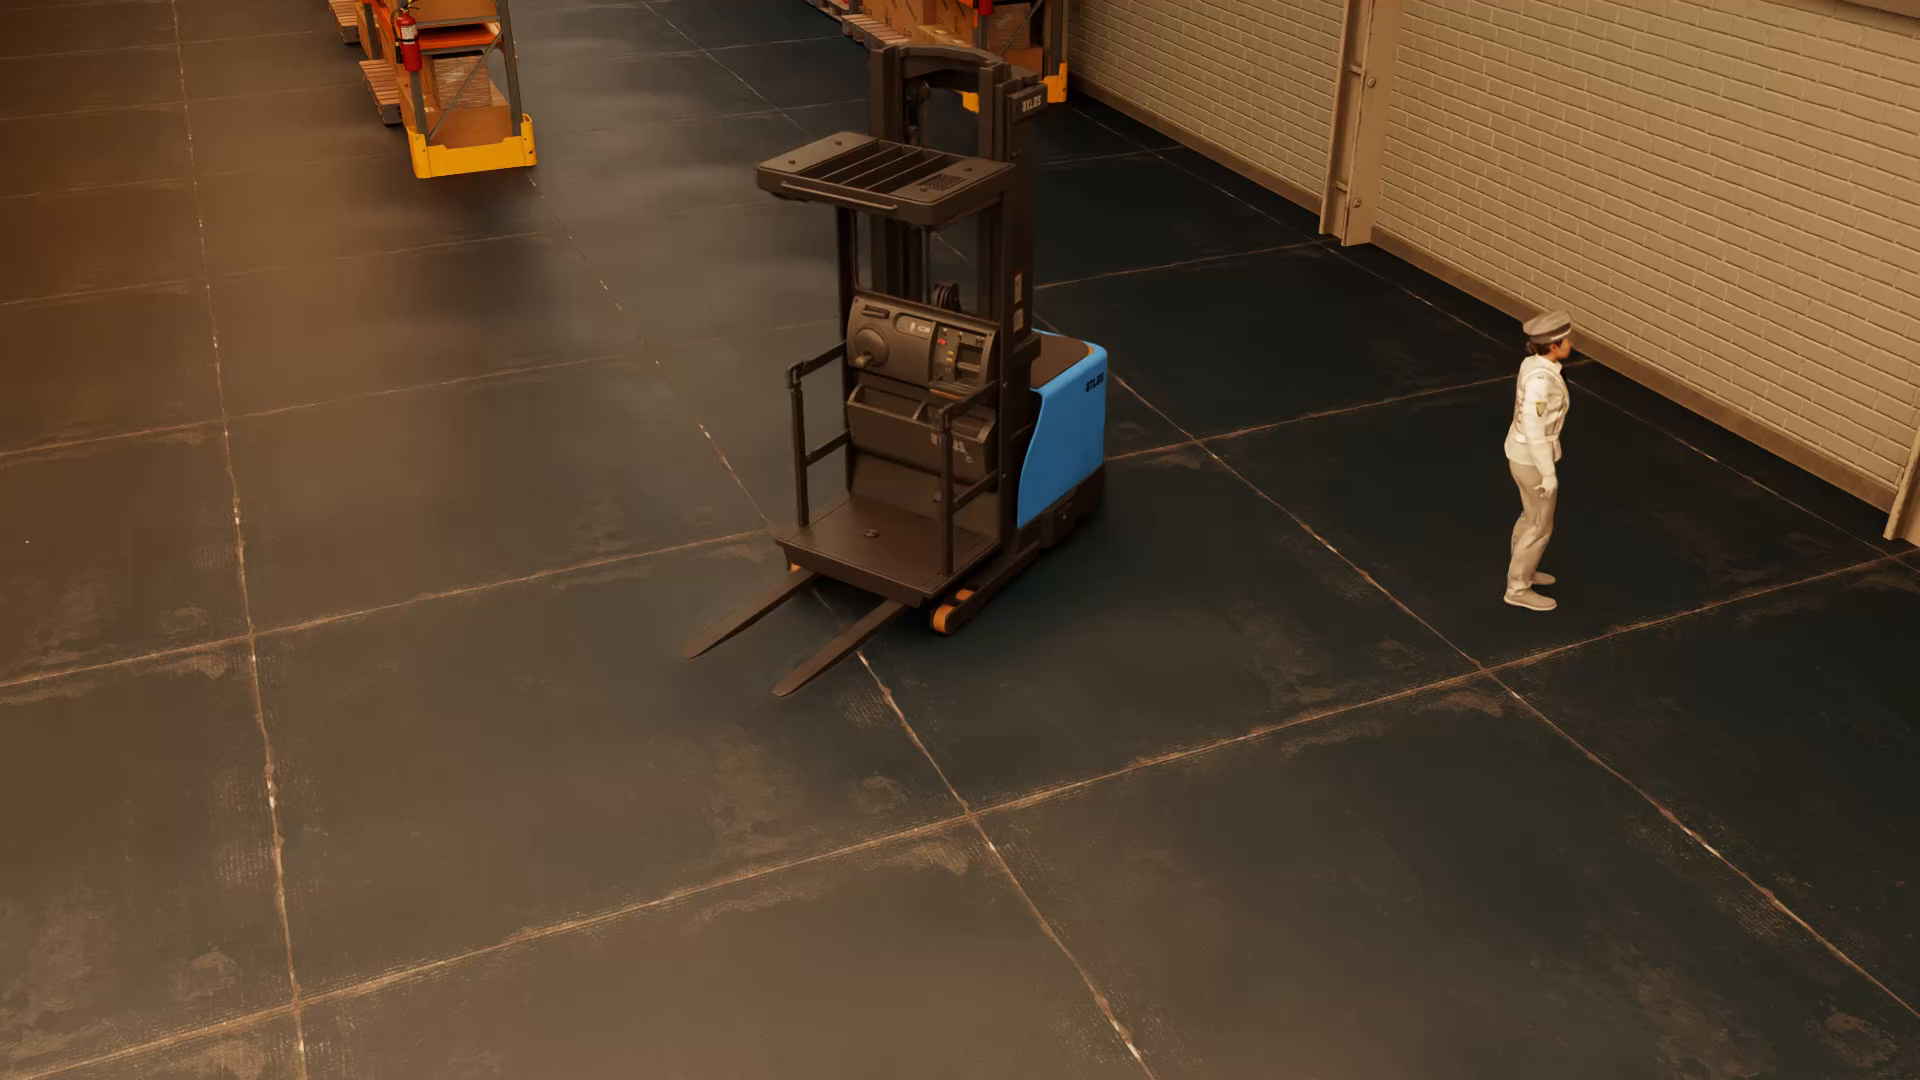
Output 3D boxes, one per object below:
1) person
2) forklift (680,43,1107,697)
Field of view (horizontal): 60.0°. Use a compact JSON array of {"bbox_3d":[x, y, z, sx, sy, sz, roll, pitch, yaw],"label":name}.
[{"bbox_3d":[3.211,-0.440,9.162,0.446,1.710,0.569,6,30,11],"label":"person"},{"bbox_3d":[-0.335,-1.019,8.902,1.130,2.935,3.031,18,34,29],"label":"forklift"}]
